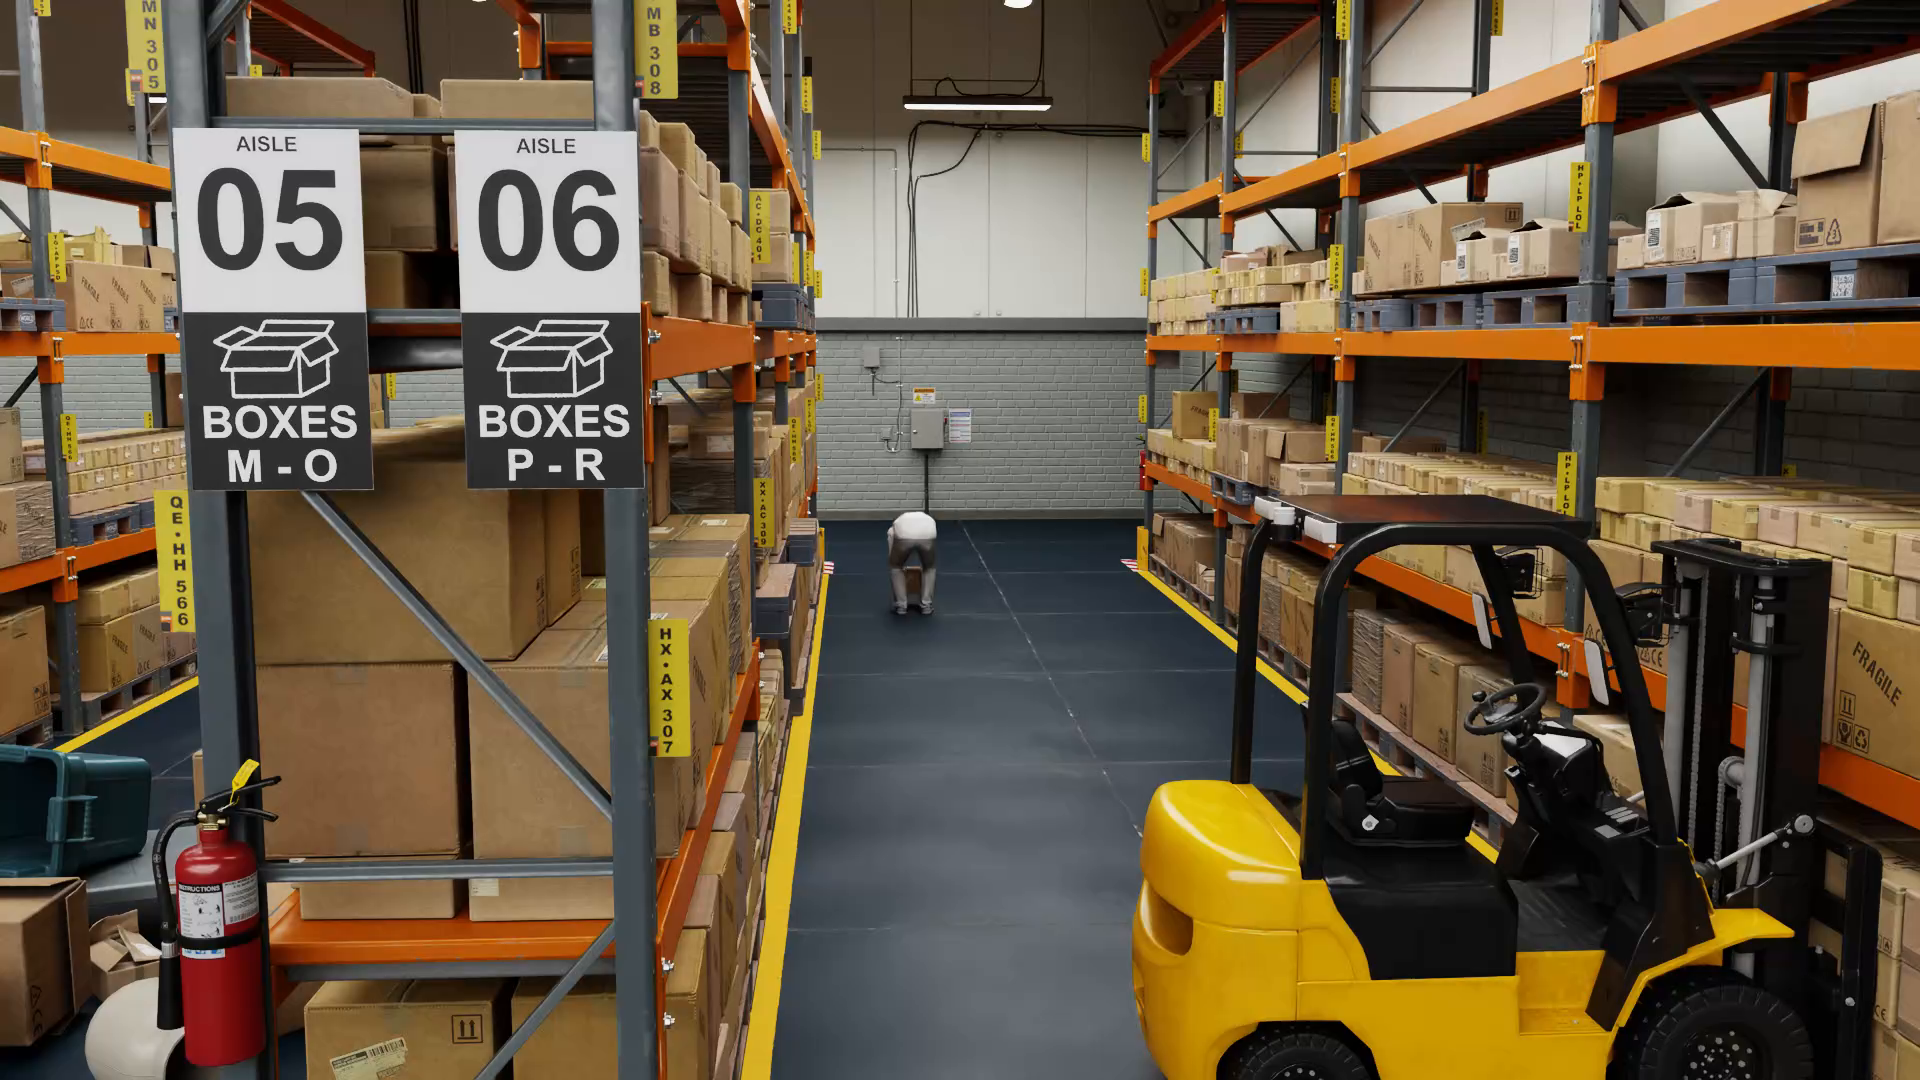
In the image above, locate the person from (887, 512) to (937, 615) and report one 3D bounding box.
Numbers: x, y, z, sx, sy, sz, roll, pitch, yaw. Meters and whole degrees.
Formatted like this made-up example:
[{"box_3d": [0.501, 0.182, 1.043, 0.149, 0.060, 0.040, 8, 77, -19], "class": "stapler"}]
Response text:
[{"box_3d": [-0.495, 0.203, 17.024, 0.490, 1.030, 0.979, -1, 7, -6], "class": "person"}]
